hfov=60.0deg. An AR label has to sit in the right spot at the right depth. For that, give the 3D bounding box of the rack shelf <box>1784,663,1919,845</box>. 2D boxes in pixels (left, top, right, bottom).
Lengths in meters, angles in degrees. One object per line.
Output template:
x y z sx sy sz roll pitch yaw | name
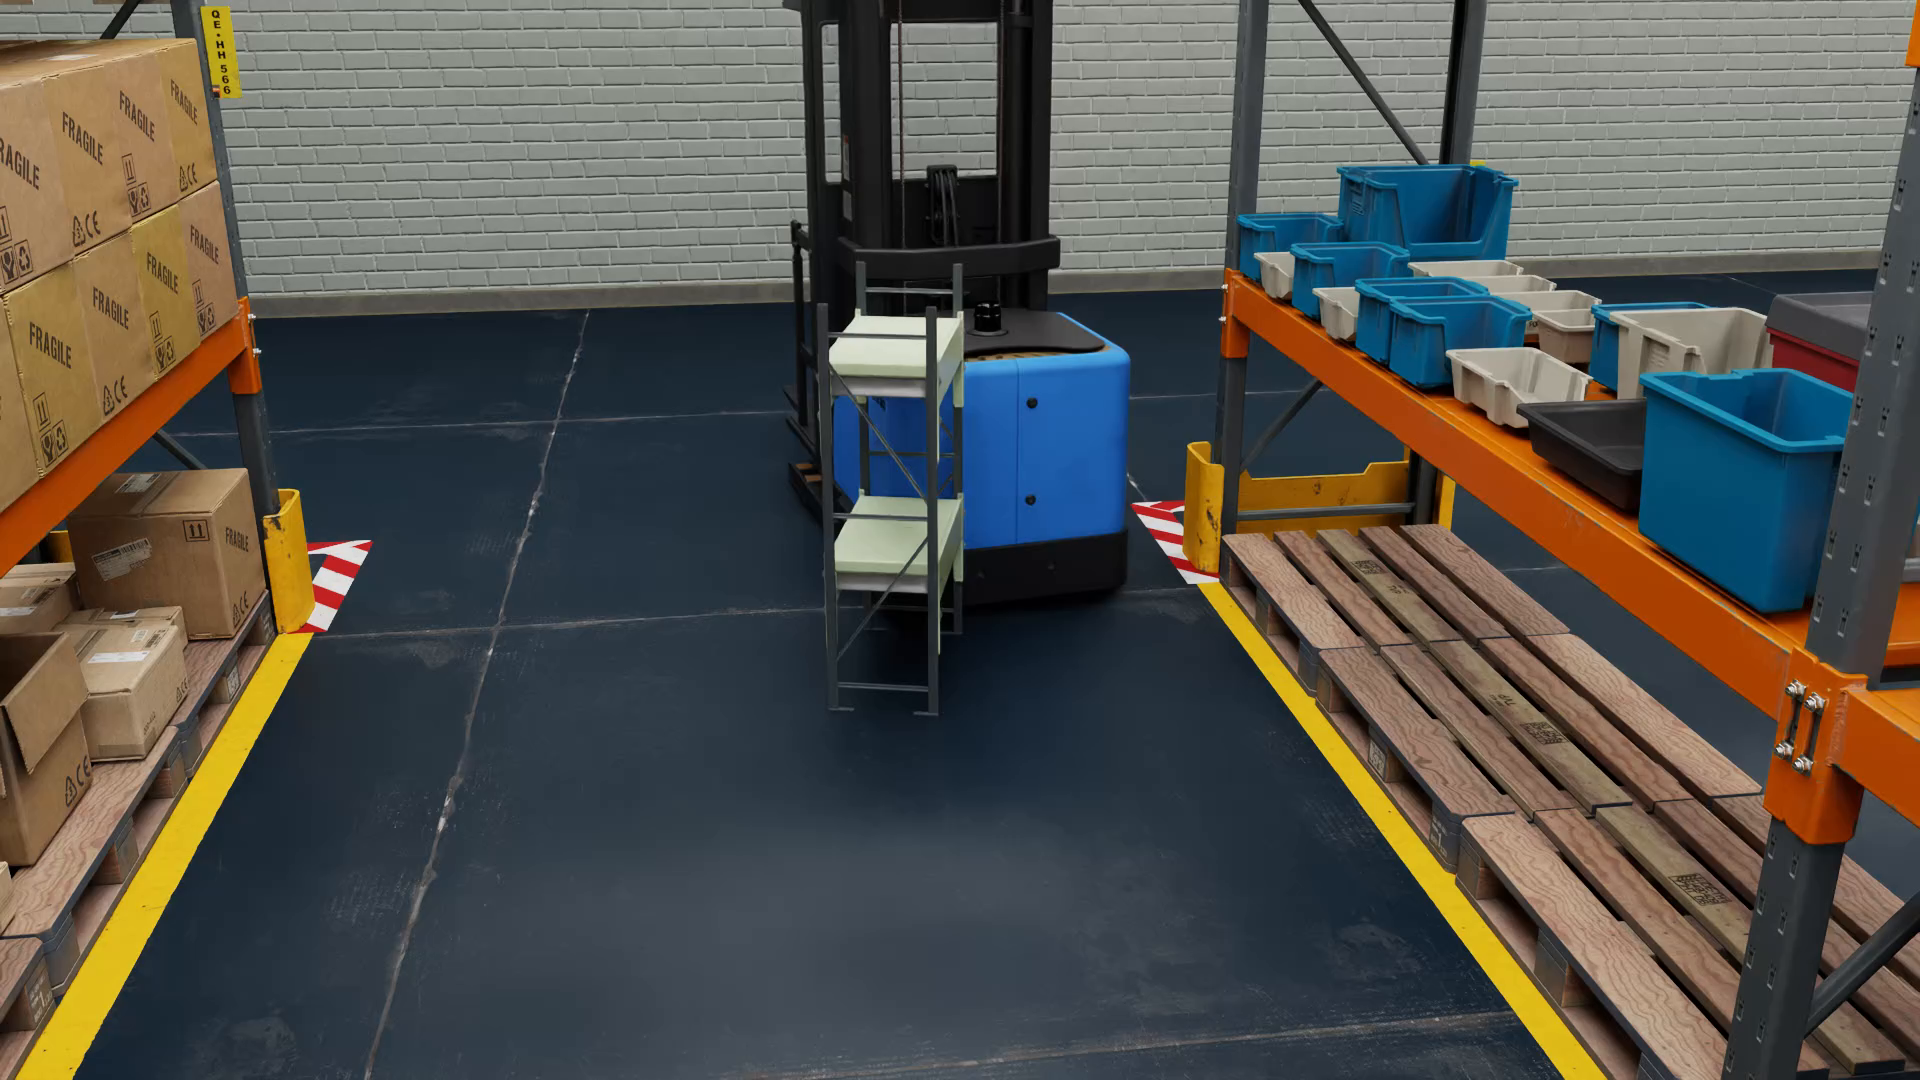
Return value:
2.489 1.078 1.570 1.077 0.370 4.000 -3 21 -8 | rack shelf

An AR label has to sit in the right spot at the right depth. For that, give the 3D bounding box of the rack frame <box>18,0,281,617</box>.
-3.278 -1.087 6.340 1.000 3.000 0.127 -3 21 -8 | rack frame

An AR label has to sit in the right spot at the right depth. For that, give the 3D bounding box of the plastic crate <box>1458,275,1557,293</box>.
1.948 -0.866 6.039 0.396 0.136 0.243 -3 21 -8 | plastic crate

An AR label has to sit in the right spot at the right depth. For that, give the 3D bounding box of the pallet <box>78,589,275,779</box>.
-3.151 0.521 6.019 1.003 0.211 1.213 -3 21 -8 | pallet

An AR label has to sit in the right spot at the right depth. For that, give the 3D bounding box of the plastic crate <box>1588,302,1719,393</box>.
2.174 -0.588 5.156 0.416 0.233 0.300 -3 21 -8 | plastic crate

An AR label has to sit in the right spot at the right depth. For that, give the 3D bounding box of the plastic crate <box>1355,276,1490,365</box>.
1.524 -0.728 5.531 0.416 0.233 0.300 -3 21 -8 | plastic crate

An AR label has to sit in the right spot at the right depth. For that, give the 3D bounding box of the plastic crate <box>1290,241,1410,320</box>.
1.429 -0.956 6.141 0.416 0.233 0.300 -3 21 -8 | plastic crate

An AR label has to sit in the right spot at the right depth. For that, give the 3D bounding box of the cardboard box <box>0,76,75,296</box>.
-2.715 -0.930 4.348 0.500 0.500 0.500 -2 21 -6 | cardboard box

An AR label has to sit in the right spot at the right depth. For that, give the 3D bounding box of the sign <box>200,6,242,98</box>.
-2.726 -1.799 6.139 0.100 0.325 0.005 -3 21 -8 | sign

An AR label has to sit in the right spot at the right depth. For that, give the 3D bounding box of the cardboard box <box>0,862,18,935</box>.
-2.682 0.963 4.270 0.380 0.166 0.250 -3 21 -8 | cardboard box

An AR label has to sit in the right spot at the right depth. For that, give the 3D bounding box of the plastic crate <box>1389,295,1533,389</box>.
1.567 -0.624 5.253 0.416 0.233 0.300 -3 21 -8 | plastic crate

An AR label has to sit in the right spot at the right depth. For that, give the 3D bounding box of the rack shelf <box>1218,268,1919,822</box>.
1.913 -0.306 5.278 1.077 0.370 4.000 -3 21 -8 | rack shelf

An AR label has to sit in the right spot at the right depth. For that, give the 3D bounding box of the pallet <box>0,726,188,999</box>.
-2.978 0.943 4.891 1.003 0.211 1.213 -3 21 -8 | pallet

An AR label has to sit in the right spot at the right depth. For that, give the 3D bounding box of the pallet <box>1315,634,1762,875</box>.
1.877 0.679 5.596 1.003 0.211 1.213 -3 21 -8 | pallet

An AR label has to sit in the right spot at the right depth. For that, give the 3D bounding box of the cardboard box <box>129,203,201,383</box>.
-2.866 -0.813 5.464 0.500 0.500 0.500 -3 21 -7 | cardboard box

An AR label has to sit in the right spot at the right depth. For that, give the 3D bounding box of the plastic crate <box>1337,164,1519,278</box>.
1.857 -1.274 6.704 0.616 0.435 0.499 -3 21 -8 | plastic crate

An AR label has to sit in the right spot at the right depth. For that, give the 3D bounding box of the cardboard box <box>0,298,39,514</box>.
-2.652 -0.290 4.063 0.500 0.500 0.500 -3 21 -8 | cardboard box

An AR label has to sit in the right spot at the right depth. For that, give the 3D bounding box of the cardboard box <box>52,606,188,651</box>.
-2.986 0.354 5.901 0.380 0.166 0.250 -3 21 -8 | cardboard box

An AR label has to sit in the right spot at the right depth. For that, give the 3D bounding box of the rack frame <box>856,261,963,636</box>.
-0.189 -0.329 6.453 0.400 1.500 0.023 2 21 6 | rack frame

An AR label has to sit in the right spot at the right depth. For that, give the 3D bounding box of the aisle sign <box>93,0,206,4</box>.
-2.985 -2.344 5.990 0.394 0.787 0.004 -3 21 -8 | aisle sign

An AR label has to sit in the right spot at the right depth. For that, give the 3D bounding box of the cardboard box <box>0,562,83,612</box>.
-3.558 0.204 6.328 0.380 0.149 0.250 -3 21 -8 | cardboard box

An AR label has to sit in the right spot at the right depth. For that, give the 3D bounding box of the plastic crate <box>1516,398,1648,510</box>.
1.774 -0.224 4.337 0.437 0.125 0.590 -3 21 -8 | plastic crate

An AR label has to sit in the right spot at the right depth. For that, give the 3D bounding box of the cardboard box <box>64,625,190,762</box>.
-2.849 0.501 5.389 0.500 0.250 0.500 -3 21 -8 | cardboard box

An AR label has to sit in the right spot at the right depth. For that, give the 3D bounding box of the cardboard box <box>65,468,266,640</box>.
-2.956 0.053 6.230 0.500 0.500 0.500 -3 21 -8 | cardboard box

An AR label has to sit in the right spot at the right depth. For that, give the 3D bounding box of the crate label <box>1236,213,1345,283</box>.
1.334 -1.184 6.751 0.416 0.233 0.303 -3 21 -8 | crate label

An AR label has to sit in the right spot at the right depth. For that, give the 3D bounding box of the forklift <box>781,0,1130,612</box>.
-0.222 -1.565 7.717 1.130 2.935 3.031 -6 21 -16 | forklift

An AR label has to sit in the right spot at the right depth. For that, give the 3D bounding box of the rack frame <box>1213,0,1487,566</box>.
1.624 -1.336 7.006 1.000 3.000 0.127 -3 21 -8 | rack frame

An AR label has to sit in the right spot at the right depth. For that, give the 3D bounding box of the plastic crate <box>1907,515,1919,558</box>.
2.275 -0.024 3.784 0.396 0.136 0.243 -3 21 -8 | plastic crate

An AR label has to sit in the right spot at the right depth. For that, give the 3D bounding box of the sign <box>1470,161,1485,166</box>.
2.166 -1.446 7.067 0.100 0.325 0.005 -3 21 -8 | sign

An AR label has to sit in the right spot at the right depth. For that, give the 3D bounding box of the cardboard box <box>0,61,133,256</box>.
-2.789 -1.108 4.824 0.500 0.500 0.500 -2 21 -6 | cardboard box

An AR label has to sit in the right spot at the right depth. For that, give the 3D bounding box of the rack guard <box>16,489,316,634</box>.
-3.267 0.110 6.707 1.175 0.500 0.348 -3 21 -8 | rack guard

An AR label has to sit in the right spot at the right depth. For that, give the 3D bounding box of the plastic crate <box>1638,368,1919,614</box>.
1.796 -0.116 3.677 0.392 0.384 0.575 -3 21 -8 | plastic crate

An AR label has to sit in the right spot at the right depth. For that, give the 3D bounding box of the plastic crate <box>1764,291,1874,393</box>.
2.320 -0.331 4.138 0.402 0.464 0.583 -3 21 -8 | plastic crate

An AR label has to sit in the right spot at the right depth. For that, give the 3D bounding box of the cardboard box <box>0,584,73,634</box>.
-3.408 0.370 5.739 0.500 0.250 0.500 -3 21 -8 | cardboard box

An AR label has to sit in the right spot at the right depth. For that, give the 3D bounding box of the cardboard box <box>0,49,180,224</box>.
-2.868 -1.288 5.304 0.500 0.500 0.500 -2 21 -6 | cardboard box

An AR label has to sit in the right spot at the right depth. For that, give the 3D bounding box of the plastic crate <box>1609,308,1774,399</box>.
2.163 -0.462 4.749 0.437 0.282 0.530 -3 21 -8 | plastic crate

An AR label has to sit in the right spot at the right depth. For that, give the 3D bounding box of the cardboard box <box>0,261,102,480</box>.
-2.727 -0.466 4.534 0.500 0.500 0.500 -3 21 -9 | cardboard box

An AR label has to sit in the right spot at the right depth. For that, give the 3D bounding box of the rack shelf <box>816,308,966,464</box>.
-0.233 -0.567 5.976 0.431 0.370 0.720 2 21 6 | rack shelf

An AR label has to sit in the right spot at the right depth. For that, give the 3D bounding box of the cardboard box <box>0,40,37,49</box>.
-3.475 -1.436 5.701 0.500 0.500 0.500 -2 21 -6 | cardboard box

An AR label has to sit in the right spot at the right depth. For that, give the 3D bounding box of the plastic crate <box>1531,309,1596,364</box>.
2.074 -0.669 5.513 0.298 0.136 0.250 -3 21 -8 | plastic crate

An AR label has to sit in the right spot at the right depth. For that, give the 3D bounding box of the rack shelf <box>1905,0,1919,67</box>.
1.913 -1.712 4.753 1.077 0.370 4.000 -3 21 -8 | rack shelf

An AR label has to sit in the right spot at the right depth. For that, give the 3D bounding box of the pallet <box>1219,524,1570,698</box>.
1.705 0.258 6.724 1.003 0.211 1.213 -3 21 -8 | pallet

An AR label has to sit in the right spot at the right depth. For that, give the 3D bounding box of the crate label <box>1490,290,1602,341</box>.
2.013 -0.771 5.785 0.396 0.136 0.243 -3 21 -8 | crate label

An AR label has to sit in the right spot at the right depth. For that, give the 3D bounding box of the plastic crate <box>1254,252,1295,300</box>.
1.298 -1.023 6.460 0.250 0.136 0.298 -3 21 -8 | plastic crate

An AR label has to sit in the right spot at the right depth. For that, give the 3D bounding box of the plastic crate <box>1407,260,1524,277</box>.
1.921 -0.967 6.310 0.396 0.136 0.243 -3 21 -8 | plastic crate

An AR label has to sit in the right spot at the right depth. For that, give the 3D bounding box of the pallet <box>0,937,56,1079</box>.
-2.799 1.366 3.757 1.003 0.211 1.213 -3 21 -8 | pallet

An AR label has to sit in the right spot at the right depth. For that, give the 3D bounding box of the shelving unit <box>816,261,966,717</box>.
-0.233 -0.202 6.113 0.431 1.500 0.755 2 21 6 | shelving unit

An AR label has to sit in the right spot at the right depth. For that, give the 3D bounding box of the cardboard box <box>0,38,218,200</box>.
-2.942 -1.462 5.773 0.500 0.500 0.500 -3 21 -8 | cardboard box

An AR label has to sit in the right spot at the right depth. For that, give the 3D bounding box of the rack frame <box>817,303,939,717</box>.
-0.277 -0.075 5.773 0.400 1.500 0.023 2 21 6 | rack frame

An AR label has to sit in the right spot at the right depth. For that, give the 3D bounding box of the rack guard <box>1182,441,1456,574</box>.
1.608 -0.173 7.464 1.175 0.500 0.348 -3 21 -8 | rack guard

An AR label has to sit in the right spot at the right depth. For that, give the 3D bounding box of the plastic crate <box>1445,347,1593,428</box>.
1.652 -0.443 4.907 0.293 0.136 0.466 -3 21 -8 | plastic crate

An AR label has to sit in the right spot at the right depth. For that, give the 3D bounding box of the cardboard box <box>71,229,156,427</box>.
-2.799 -0.640 5.001 0.500 0.500 0.500 -3 21 -7 | cardboard box

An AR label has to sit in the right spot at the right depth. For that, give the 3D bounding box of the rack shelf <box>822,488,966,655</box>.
-0.233 0.104 6.227 0.431 0.370 0.720 2 21 6 | rack shelf

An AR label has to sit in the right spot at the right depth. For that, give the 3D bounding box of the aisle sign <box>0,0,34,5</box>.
-3.578 -2.314 5.909 0.394 0.787 0.004 -3 21 -8 | aisle sign

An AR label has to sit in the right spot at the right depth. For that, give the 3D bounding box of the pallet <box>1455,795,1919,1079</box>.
2.056 1.103 4.462 1.003 0.211 1.213 -3 21 -8 | pallet

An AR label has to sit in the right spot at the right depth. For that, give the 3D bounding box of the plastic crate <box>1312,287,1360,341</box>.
1.396 -0.788 5.831 0.250 0.136 0.298 -3 21 -8 | plastic crate

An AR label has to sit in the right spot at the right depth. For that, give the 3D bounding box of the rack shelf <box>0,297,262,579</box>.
-2.990 -0.058 4.612 1.077 0.370 4.000 -3 21 -8 | rack shelf

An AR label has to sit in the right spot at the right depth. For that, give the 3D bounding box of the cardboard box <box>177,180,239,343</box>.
-2.944 -0.993 5.945 0.500 0.500 0.500 -2 21 -6 | cardboard box

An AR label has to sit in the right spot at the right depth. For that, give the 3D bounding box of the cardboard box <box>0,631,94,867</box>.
-2.977 0.611 4.733 0.797 0.503 0.637 -3 21 -8 | cardboard box
